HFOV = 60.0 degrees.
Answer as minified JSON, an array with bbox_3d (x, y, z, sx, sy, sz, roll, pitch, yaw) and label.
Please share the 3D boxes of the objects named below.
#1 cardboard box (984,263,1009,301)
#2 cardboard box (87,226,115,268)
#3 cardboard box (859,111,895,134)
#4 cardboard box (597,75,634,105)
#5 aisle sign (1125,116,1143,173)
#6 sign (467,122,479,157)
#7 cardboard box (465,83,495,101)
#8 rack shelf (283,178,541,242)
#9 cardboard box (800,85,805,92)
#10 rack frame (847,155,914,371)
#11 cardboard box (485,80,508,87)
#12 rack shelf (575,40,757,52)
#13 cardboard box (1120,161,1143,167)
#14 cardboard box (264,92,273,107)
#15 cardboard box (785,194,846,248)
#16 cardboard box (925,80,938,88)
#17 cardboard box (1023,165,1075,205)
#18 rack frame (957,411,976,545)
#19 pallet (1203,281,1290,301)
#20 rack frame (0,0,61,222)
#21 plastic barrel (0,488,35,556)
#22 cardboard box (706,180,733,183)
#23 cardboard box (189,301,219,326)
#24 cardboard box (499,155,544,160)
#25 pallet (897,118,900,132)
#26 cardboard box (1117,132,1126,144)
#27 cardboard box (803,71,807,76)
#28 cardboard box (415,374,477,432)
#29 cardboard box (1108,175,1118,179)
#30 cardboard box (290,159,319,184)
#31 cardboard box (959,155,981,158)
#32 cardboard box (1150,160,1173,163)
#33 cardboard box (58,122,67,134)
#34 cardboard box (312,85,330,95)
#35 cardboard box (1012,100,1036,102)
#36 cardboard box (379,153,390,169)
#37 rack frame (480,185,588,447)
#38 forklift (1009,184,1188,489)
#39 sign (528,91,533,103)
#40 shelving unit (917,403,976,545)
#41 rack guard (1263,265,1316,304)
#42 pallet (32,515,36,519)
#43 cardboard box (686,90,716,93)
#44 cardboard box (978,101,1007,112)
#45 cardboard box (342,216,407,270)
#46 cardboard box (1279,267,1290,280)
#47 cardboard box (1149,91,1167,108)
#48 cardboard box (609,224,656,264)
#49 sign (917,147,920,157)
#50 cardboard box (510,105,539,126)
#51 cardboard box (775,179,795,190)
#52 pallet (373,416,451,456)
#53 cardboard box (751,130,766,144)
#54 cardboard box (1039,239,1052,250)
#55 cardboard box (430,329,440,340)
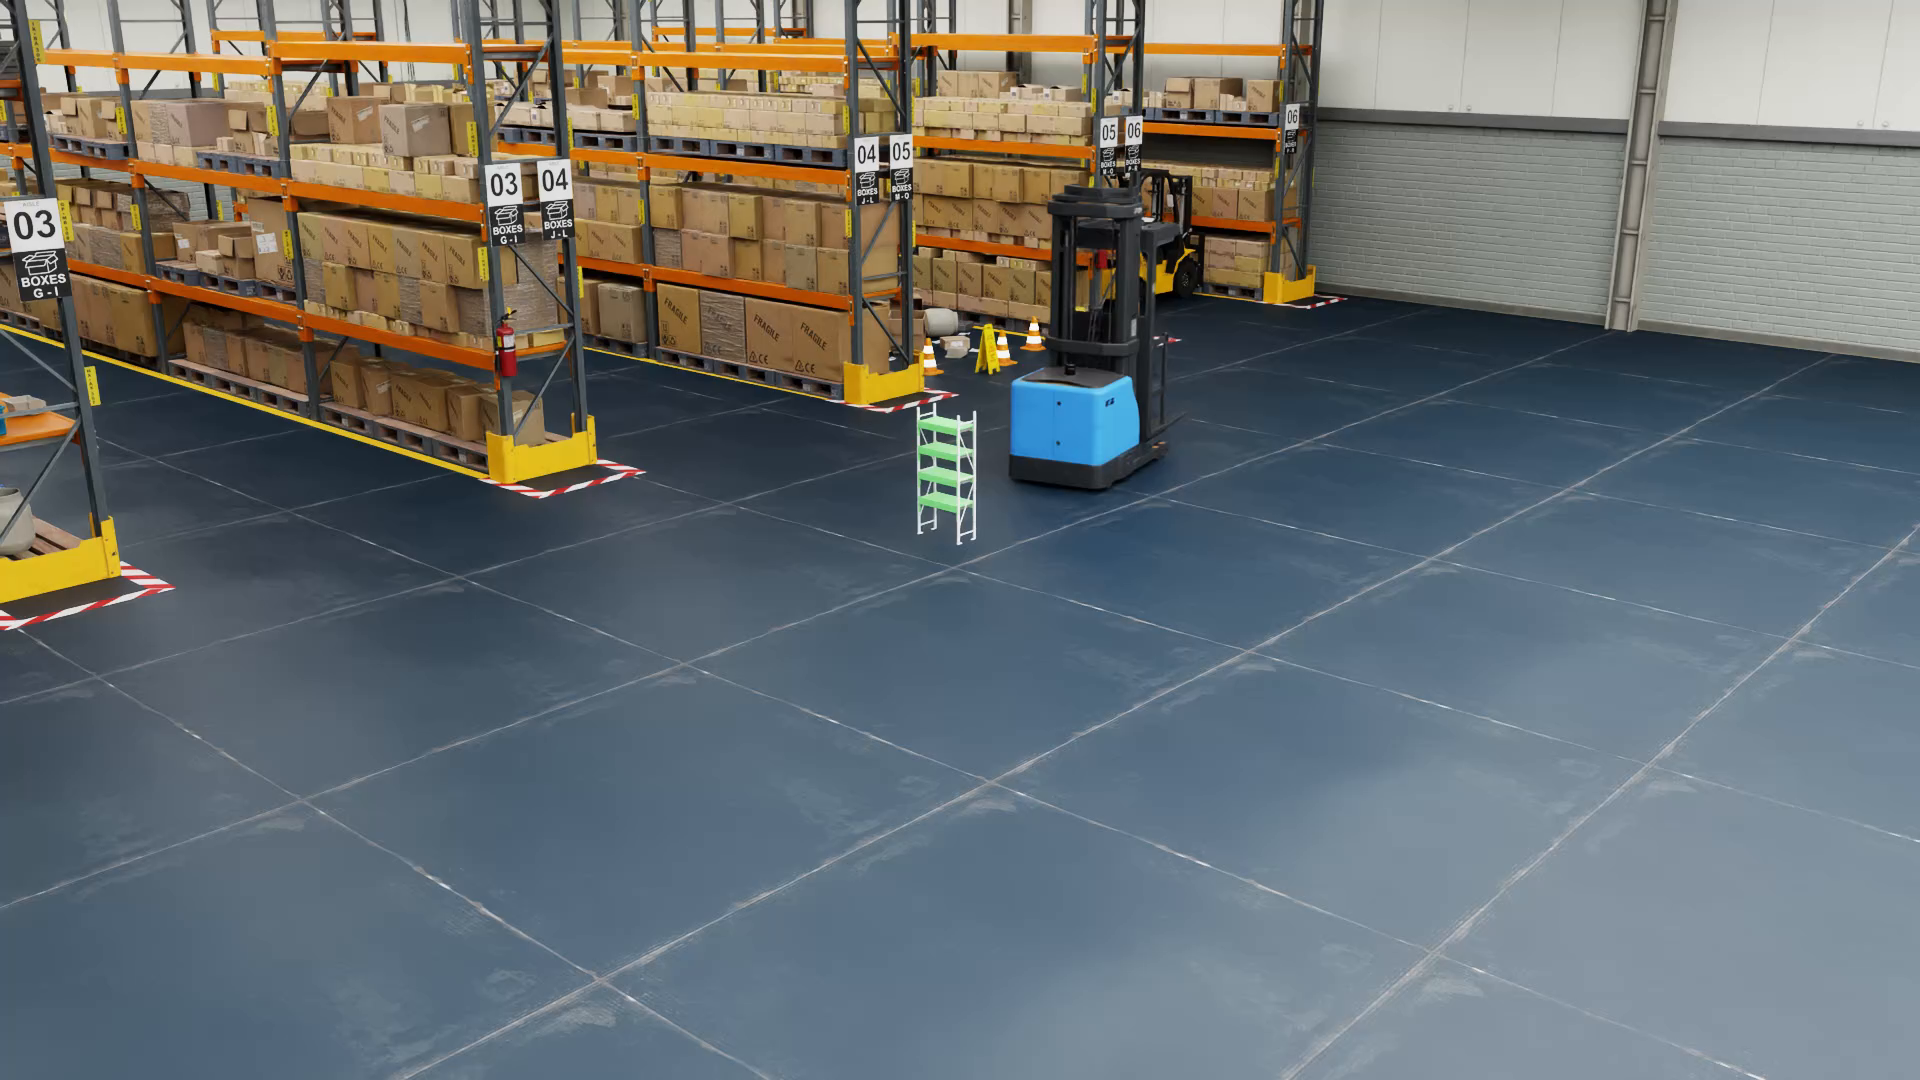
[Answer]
[{"bbox_3d":[0.707,-3.948,25.342,0.500,0.500,0.500,14,23,38],"label":"cardboard box"},{"bbox_3d":[-11.610,-4.052,22.893,0.500,0.500,0.500,14,22,38],"label":"cardboard box"},{"bbox_3d":[-1.156,-5.154,20.471,0.500,0.250,0.500,15,23,39],"label":"cardboard box"},{"bbox_3d":[-6.264,-8.236,30.425,0.500,0.500,0.500,15,23,38],"label":"cardboard box"},{"bbox_3d":[2.497,-5.689,23.918,0.004,0.787,0.394,15,23,39],"label":"aisle sign"},{"bbox_3d":[-4.716,-3.880,16.094,0.005,0.325,0.100,15,23,39],"label":"sign"},{"bbox_3d":[-7.454,-6.947,25.792,0.258,0.266,0.396,15,23,39],"label":"cardboard box"},{"bbox_3d":[-5.829,-3.638,17.985,4.000,0.370,1.077,15,23,39],"label":"rack shelf"},{"bbox_3d":[-3.054,-9.244,34.017,0.250,0.149,0.380,15,23,40],"label":"cardboard box"},{"bbox_3d":[-0.965,-3.252,20.537,0.127,3.000,1.000,15,23,39],"label":"rack frame"},{"bbox_3d":[-9.326,-9.140,33.522,0.500,0.250,0.500,13,21,34],"label":"cardboard box"},{"bbox_3d":[-5.234,-8.726,29.718,4.000,0.370,1.077,15,23,39],"label":"rack shelf"},{"bbox_3d":[3.039,-6.605,29.374,0.250,0.149,0.380,14,23,38],"label":"cardboard box"},{"bbox_3d":[-11.636,-7.604,28.713,0.500,0.250,0.500,14,22,37],"label":"cardboard box"},{"bbox_3d":[-1.689,-4.011,20.896,0.550,0.550,0.875,15,23,39],"label":"cardboard box"},{"bbox_3d":[-0.538,-8.948,32.626,0.250,0.149,0.380,14,22,37],"label":"cardboard box"},{"bbox_3d":[1.344,-5.214,24.412,0.500,0.500,0.700,15,23,40],"label":"cardboard box"},{"bbox_3d":[0.059,-0.556,15.019,0.015,1.200,0.240,15,23,39],"label":"rack frame"},{"bbox_3d":[4.937,-4.331,28.547,1.213,0.211,1.003,15,23,39],"label":"pallet"},{"bbox_3d":[-7.621,-3.889,12.626,0.127,3.000,1.000,15,23,39],"label":"rack frame"},{"bbox_3d":[-8.164,-0.158,14.209,0.421,0.512,0.421,0,18,0],"label":"plastic barrel"},{"bbox_3d":[-4.269,-6.205,29.264,0.500,0.250,0.500,15,23,39],"label":"cardboard box"},{"bbox_3d":[-9.795,-3.004,21.922,0.500,0.250,0.500,16,24,41],"label":"cardboard box"},{"bbox_3d":[-4.515,-3.880,17.146,0.250,0.149,0.380,16,23,40],"label":"cardboard box"},{"bbox_3d":[-1.138,-6.683,26.702,1.003,0.211,1.213,15,23,39],"label":"pallet"},{"bbox_3d":[2.212,-5.842,24.155,0.250,0.149,0.380,15,23,39],"label":"cardboard box"},{"bbox_3d":[-3.164,-9.776,34.516,0.258,0.266,0.396,15,23,38],"label":"cardboard box"},{"bbox_3d":[-5.714,-1.530,18.550,0.500,0.500,0.500,-16,23,-41],"label":"cardboard box"},{"bbox_3d":[2.804,-6.500,29.536,0.250,0.149,0.380,16,23,41],"label":"cardboard box"},{"bbox_3d":[-7.158,-4.163,18.697,0.500,0.250,0.500,14,22,37],"label":"cardboard box"},{"bbox_3d":[0.201,-7.432,32.471,0.250,0.149,0.380,16,23,41],"label":"cardboard box"},{"bbox_3d":[3.580,-6.676,29.597,0.250,0.149,0.380,14,23,38],"label":"cardboard box"},{"bbox_3d":[-12.294,-5.736,23.129,0.250,0.149,0.380,14,22,37],"label":"cardboard box"},{"bbox_3d":[-10.560,-7.499,27.725,0.250,0.149,0.380,16,23,41],"label":"cardboard box"},{"bbox_3d":[0.997,-6.512,24.949,0.250,0.149,0.380,16,23,40],"label":"cardboard box"},{"bbox_3d":[-5.890,-4.012,17.562,0.250,0.149,0.380,14,22,37],"label":"cardboard box"},{"bbox_3d":[-4.333,-2.150,17.065,0.127,3.000,1.000,15,23,39],"label":"rack frame"},{"bbox_3d":[1.629,-2.305,17.666,1.130,2.935,3.031,9,20,26],"label":"forklift"},{"bbox_3d":[-6.574,-6.696,25.445,0.005,0.325,0.100,15,23,39],"label":"sign"},{"bbox_3d":[-0.124,-0.605,15.173,0.503,1.200,0.258,15,23,39],"label":"shelving unit"},{"bbox_3d":[5.555,-4.319,28.034,0.348,0.500,1.175,15,23,39],"label":"rack guard"},{"bbox_3d":[-9.221,-0.114,15.260,1.213,0.211,1.003,15,23,39],"label":"pallet"},{"bbox_3d":[-3.472,-5.991,22.448,0.250,0.149,0.380,15,23,39],"label":"cardboard box"},{"bbox_3d":[0.490,-6.455,24.768,0.250,0.149,0.380,16,23,40],"label":"cardboard box"},{"bbox_3d":[-6.408,-3.270,18.286,0.500,0.500,0.500,15,23,39],"label":"cardboard box"},{"bbox_3d":[5.299,-4.548,28.473,0.500,0.250,0.500,15,23,39],"label":"cardboard box"},{"bbox_3d":[3.454,-7.566,28.534,0.258,0.266,0.396,14,23,38],"label":"cardboard box"},{"bbox_3d":[-4.525,-4.147,23.192,0.500,0.500,0.500,15,23,39],"label":"cardboard box"},{"bbox_3d":[-0.800,-7.511,32.176,0.005,0.325,0.100,15,23,39],"label":"sign"},{"bbox_3d":[-6.179,-6.168,24.157,0.500,0.250,0.500,16,24,41],"label":"cardboard box"},{"bbox_3d":[-2.760,-6.037,27.962,0.500,0.500,0.500,16,23,40],"label":"cardboard box"},{"bbox_3d":[-5.882,-1.252,18.846,1.213,0.211,1.003,15,23,39],"label":"pallet"},{"bbox_3d":[-2.389,-5.055,20.815,0.250,0.149,0.380,15,23,40],"label":"cardboard box"},{"bbox_3d":[1.383,-4.381,24.511,0.250,0.149,0.380,15,23,38],"label":"cardboard box"},{"bbox_3d":[-5.427,-2.243,17.773,0.250,0.149,0.380,15,23,39],"label":"cardboard box"}]
